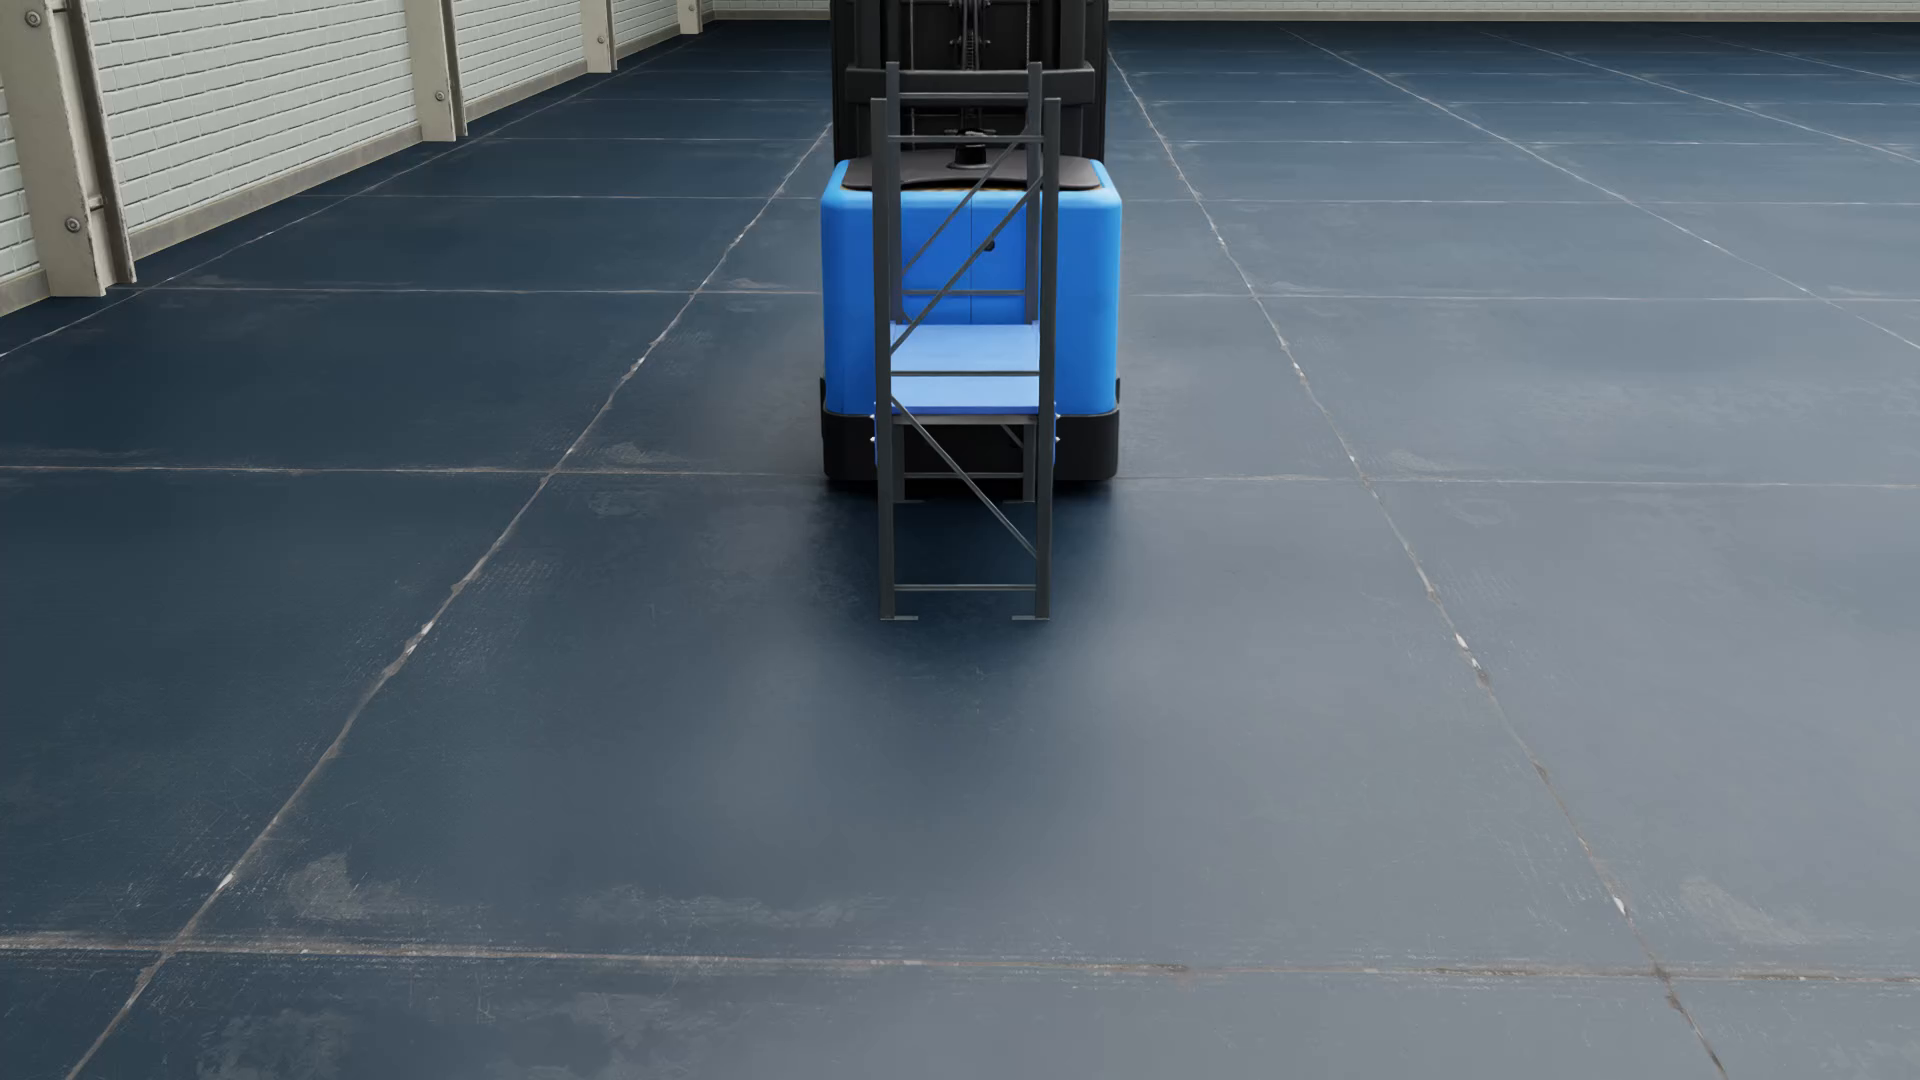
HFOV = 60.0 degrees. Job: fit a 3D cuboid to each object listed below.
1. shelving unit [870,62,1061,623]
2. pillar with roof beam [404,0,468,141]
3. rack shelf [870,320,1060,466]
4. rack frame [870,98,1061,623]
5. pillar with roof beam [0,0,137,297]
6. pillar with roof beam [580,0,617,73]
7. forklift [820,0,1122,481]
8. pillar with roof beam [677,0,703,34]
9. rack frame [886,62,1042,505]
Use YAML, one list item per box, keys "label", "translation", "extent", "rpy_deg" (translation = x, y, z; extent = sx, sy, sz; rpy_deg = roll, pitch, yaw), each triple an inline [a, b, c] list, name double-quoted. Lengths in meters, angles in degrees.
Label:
- label: "shelving unit"
  translation: [0.014, -0.646, 5.119]
  extent: [0.538, 1.500, 1.048]
  rpy_deg: [0, 21, 0]
- label: "pillar with roof beam"
  translation: [-0.249, -7.691, 12.910]
  extent: [9.100, 9.000, 0.400]
  rpy_deg: [1, 21, 2]
- label: "rack shelf"
  translation: [0.014, -0.478, 5.184]
  extent: [0.538, 0.185, 1.000]
  rpy_deg: [0, 21, 0]
- label: "rack frame"
  translation: [0.014, -0.462, 4.645]
  extent: [0.500, 1.500, 0.032]
  rpy_deg: [0, 21, 0]
- label: "pillar with roof beam"
  translation: [-0.432, -5.521, 7.319]
  extent: [9.100, 9.000, 0.400]
  rpy_deg: [1, 21, 2]
- label: "pillar with roof beam"
  translation: [-0.067, -9.860, 18.501]
  extent: [9.100, 9.000, 0.400]
  rpy_deg: [1, 21, 2]
- label: "forklift"
  translation: [0.036, -2.056, 6.775]
  extent: [1.130, 2.935, 3.031]
  rpy_deg: [0, 21, 0]
- label: "pillar with roof beam"
  translation: [0.116, -12.030, 24.092]
  extent: [9.100, 9.000, 0.400]
  rpy_deg: [1, 21, 2]
- label: "rack frame"
  translation: [0.013, -0.829, 5.593]
  extent: [0.500, 1.500, 0.032]
  rpy_deg: [0, 21, 0]
